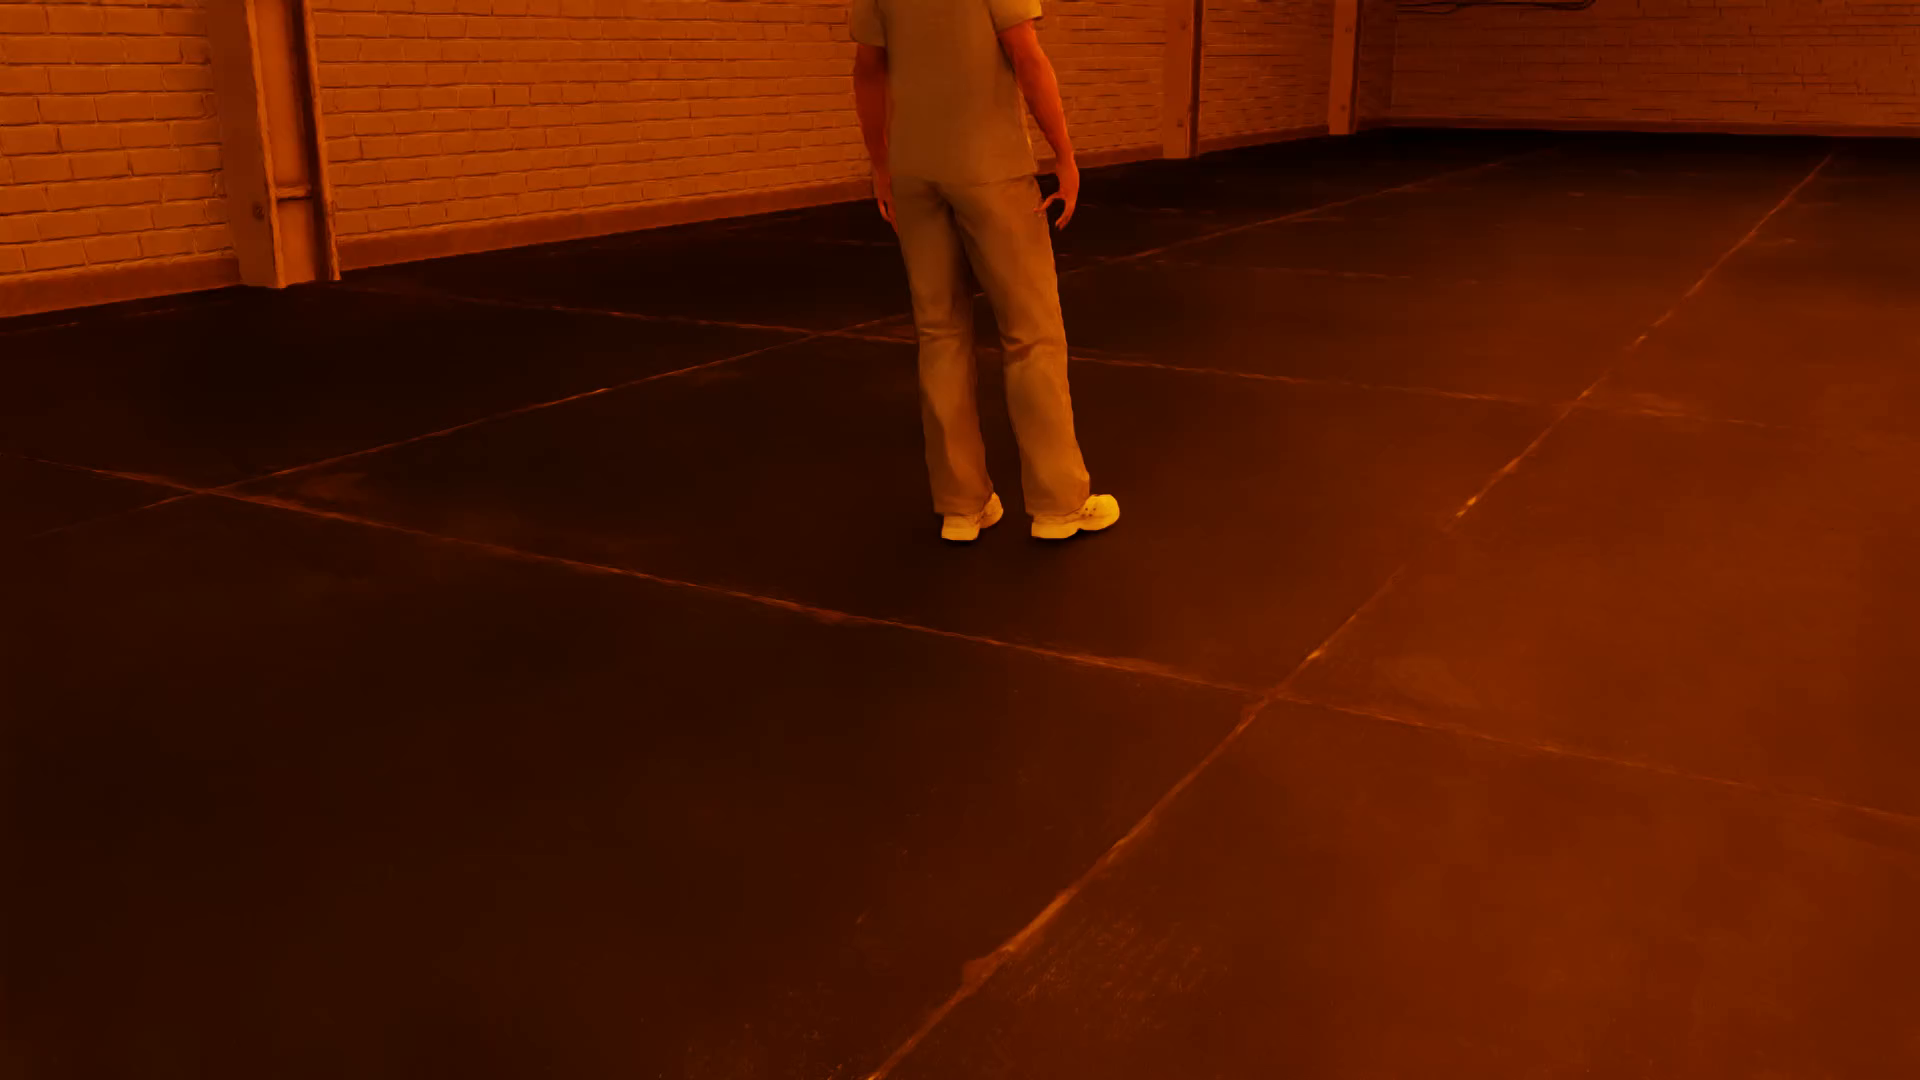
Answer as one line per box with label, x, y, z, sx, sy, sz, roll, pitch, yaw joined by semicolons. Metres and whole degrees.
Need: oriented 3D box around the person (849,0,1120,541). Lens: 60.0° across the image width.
person;0.048;-0.827;3.857;0.550;1.674;0.548;9;19;28
